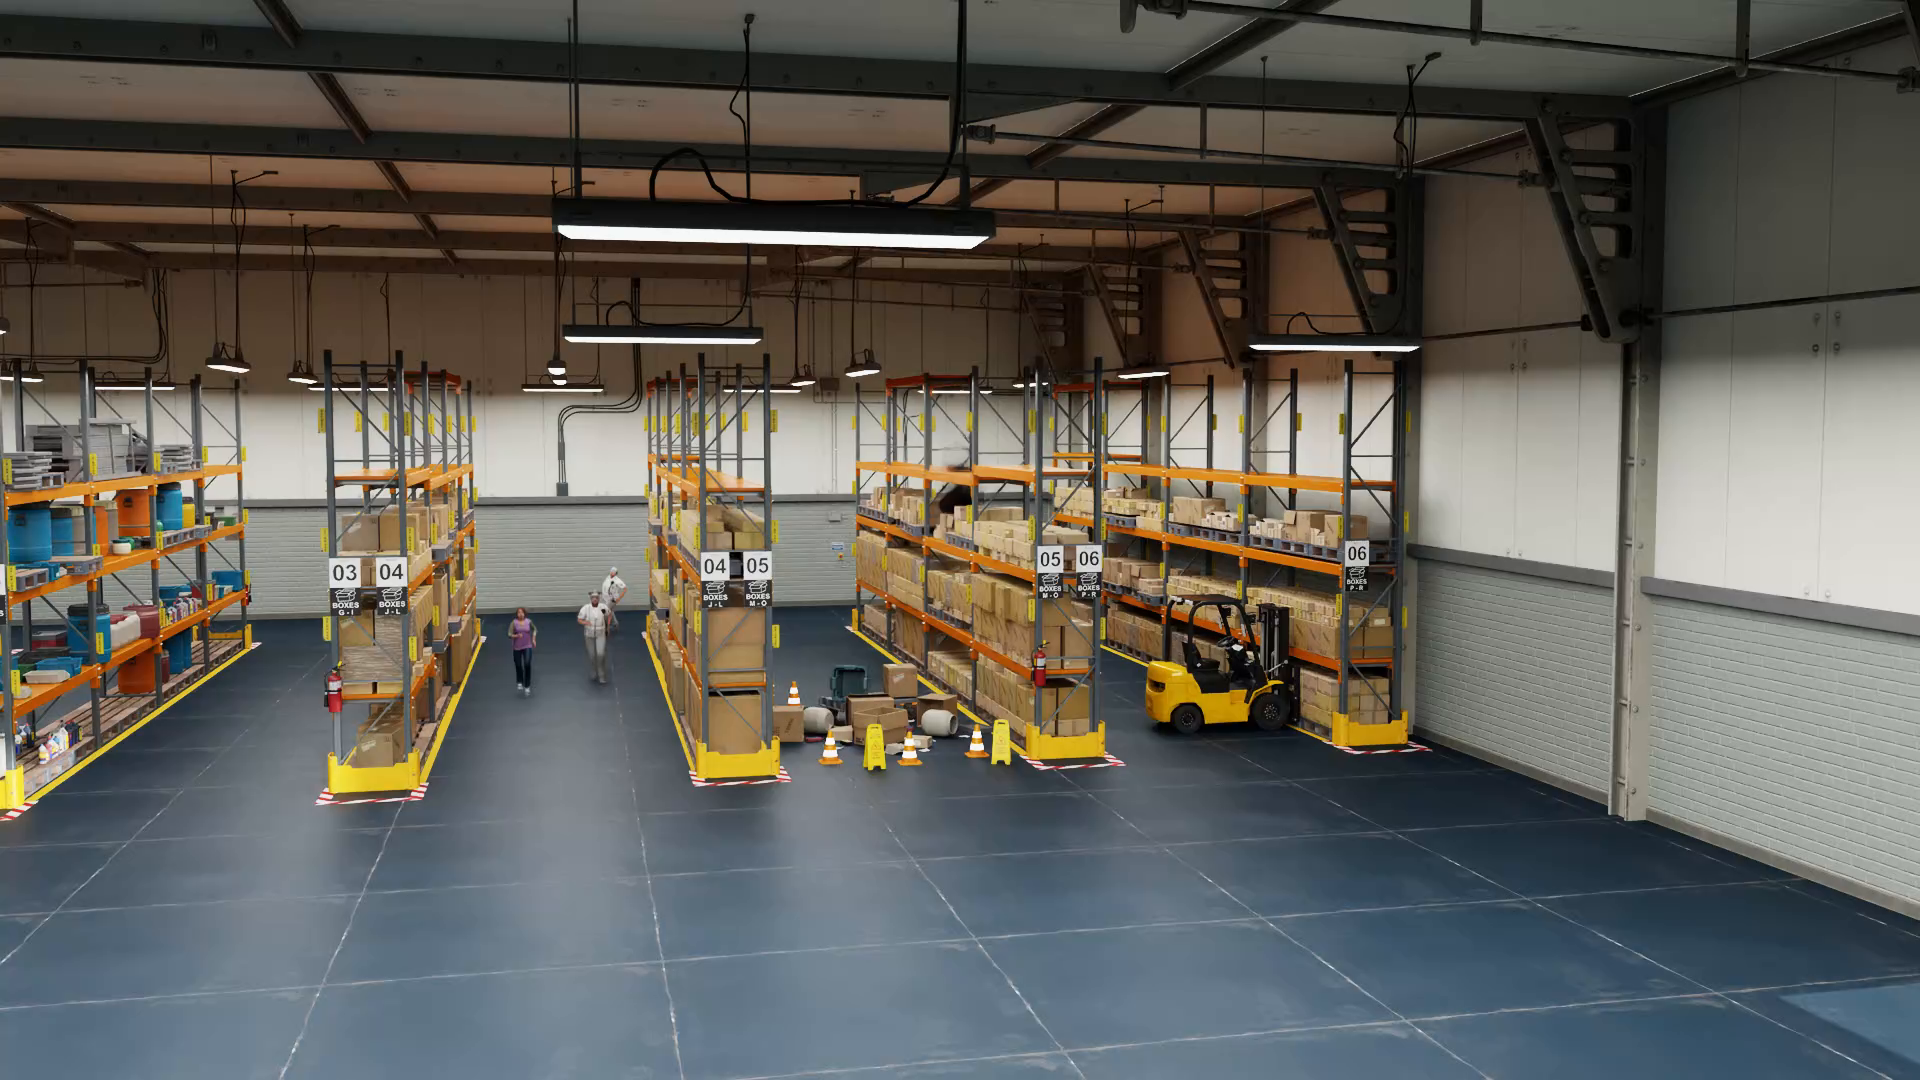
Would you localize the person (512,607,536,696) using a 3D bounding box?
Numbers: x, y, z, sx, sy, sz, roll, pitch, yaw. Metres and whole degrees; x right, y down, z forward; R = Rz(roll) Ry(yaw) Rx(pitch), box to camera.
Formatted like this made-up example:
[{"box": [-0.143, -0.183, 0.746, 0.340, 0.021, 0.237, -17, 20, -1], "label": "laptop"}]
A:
[{"box": [-8.115, 2.053, 30.868, 0.474, 1.646, 0.724, -1, 4, -13], "label": "person"}]

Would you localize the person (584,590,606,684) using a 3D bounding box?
[{"box": [-7.102, 1.884, 32.369, 0.430, 1.855, 0.719, -1, 4, -10], "label": "person"}]

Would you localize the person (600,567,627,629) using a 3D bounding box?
[{"box": [-8.492, 1.438, 39.861, 0.852, 1.613, 0.769, -2, 4, -26], "label": "person"}]
